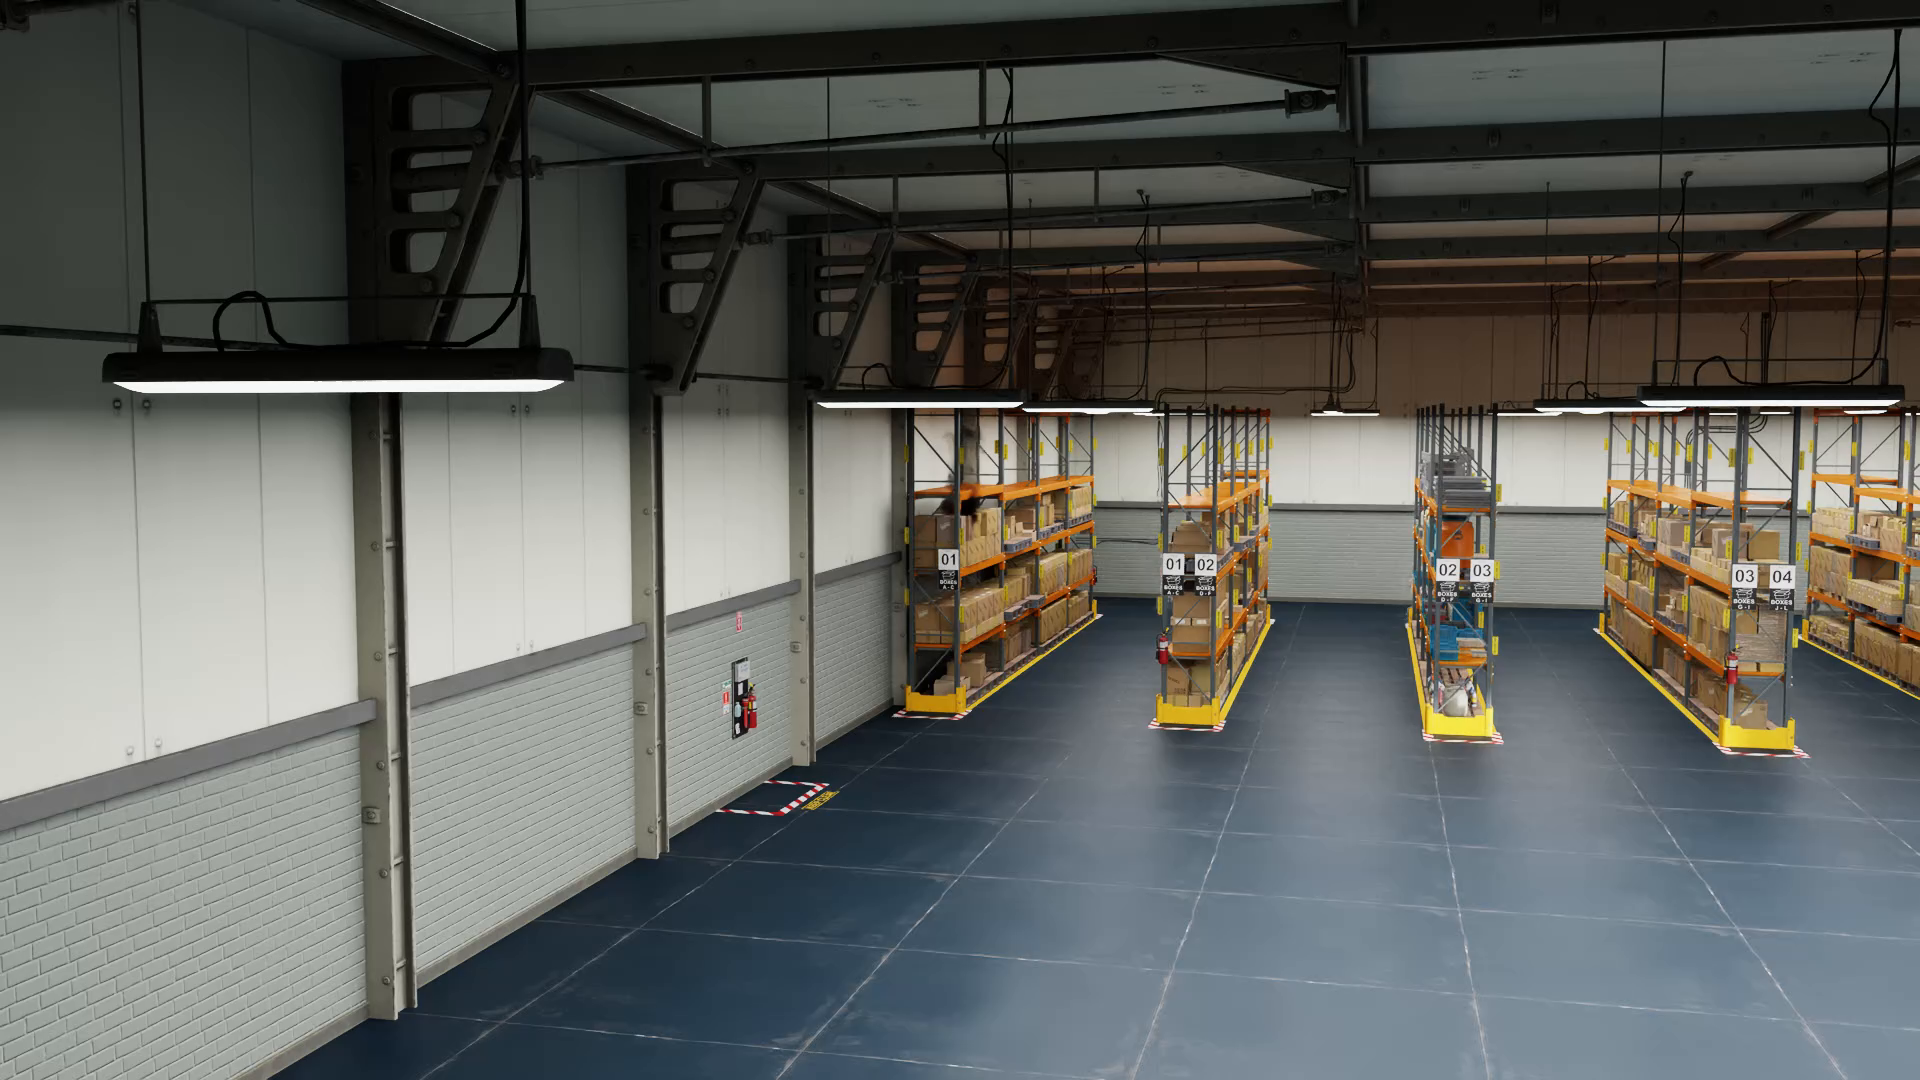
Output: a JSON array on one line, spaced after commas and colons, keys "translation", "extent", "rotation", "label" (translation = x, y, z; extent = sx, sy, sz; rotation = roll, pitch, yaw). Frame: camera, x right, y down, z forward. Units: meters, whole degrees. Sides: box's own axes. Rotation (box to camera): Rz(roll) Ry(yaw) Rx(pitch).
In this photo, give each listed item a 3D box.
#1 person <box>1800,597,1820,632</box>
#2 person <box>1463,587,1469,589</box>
[{"translation": [22.835, 1.689, 44.373], "extent": [0.664, 1.645, 0.687], "rotation": [2, 5, 24], "label": "person"}, {"translation": [13.846, 1.482, 46.382], "extent": [0.658, 1.809, 0.810], "rotation": [-4, 6, -43], "label": "person"}]
